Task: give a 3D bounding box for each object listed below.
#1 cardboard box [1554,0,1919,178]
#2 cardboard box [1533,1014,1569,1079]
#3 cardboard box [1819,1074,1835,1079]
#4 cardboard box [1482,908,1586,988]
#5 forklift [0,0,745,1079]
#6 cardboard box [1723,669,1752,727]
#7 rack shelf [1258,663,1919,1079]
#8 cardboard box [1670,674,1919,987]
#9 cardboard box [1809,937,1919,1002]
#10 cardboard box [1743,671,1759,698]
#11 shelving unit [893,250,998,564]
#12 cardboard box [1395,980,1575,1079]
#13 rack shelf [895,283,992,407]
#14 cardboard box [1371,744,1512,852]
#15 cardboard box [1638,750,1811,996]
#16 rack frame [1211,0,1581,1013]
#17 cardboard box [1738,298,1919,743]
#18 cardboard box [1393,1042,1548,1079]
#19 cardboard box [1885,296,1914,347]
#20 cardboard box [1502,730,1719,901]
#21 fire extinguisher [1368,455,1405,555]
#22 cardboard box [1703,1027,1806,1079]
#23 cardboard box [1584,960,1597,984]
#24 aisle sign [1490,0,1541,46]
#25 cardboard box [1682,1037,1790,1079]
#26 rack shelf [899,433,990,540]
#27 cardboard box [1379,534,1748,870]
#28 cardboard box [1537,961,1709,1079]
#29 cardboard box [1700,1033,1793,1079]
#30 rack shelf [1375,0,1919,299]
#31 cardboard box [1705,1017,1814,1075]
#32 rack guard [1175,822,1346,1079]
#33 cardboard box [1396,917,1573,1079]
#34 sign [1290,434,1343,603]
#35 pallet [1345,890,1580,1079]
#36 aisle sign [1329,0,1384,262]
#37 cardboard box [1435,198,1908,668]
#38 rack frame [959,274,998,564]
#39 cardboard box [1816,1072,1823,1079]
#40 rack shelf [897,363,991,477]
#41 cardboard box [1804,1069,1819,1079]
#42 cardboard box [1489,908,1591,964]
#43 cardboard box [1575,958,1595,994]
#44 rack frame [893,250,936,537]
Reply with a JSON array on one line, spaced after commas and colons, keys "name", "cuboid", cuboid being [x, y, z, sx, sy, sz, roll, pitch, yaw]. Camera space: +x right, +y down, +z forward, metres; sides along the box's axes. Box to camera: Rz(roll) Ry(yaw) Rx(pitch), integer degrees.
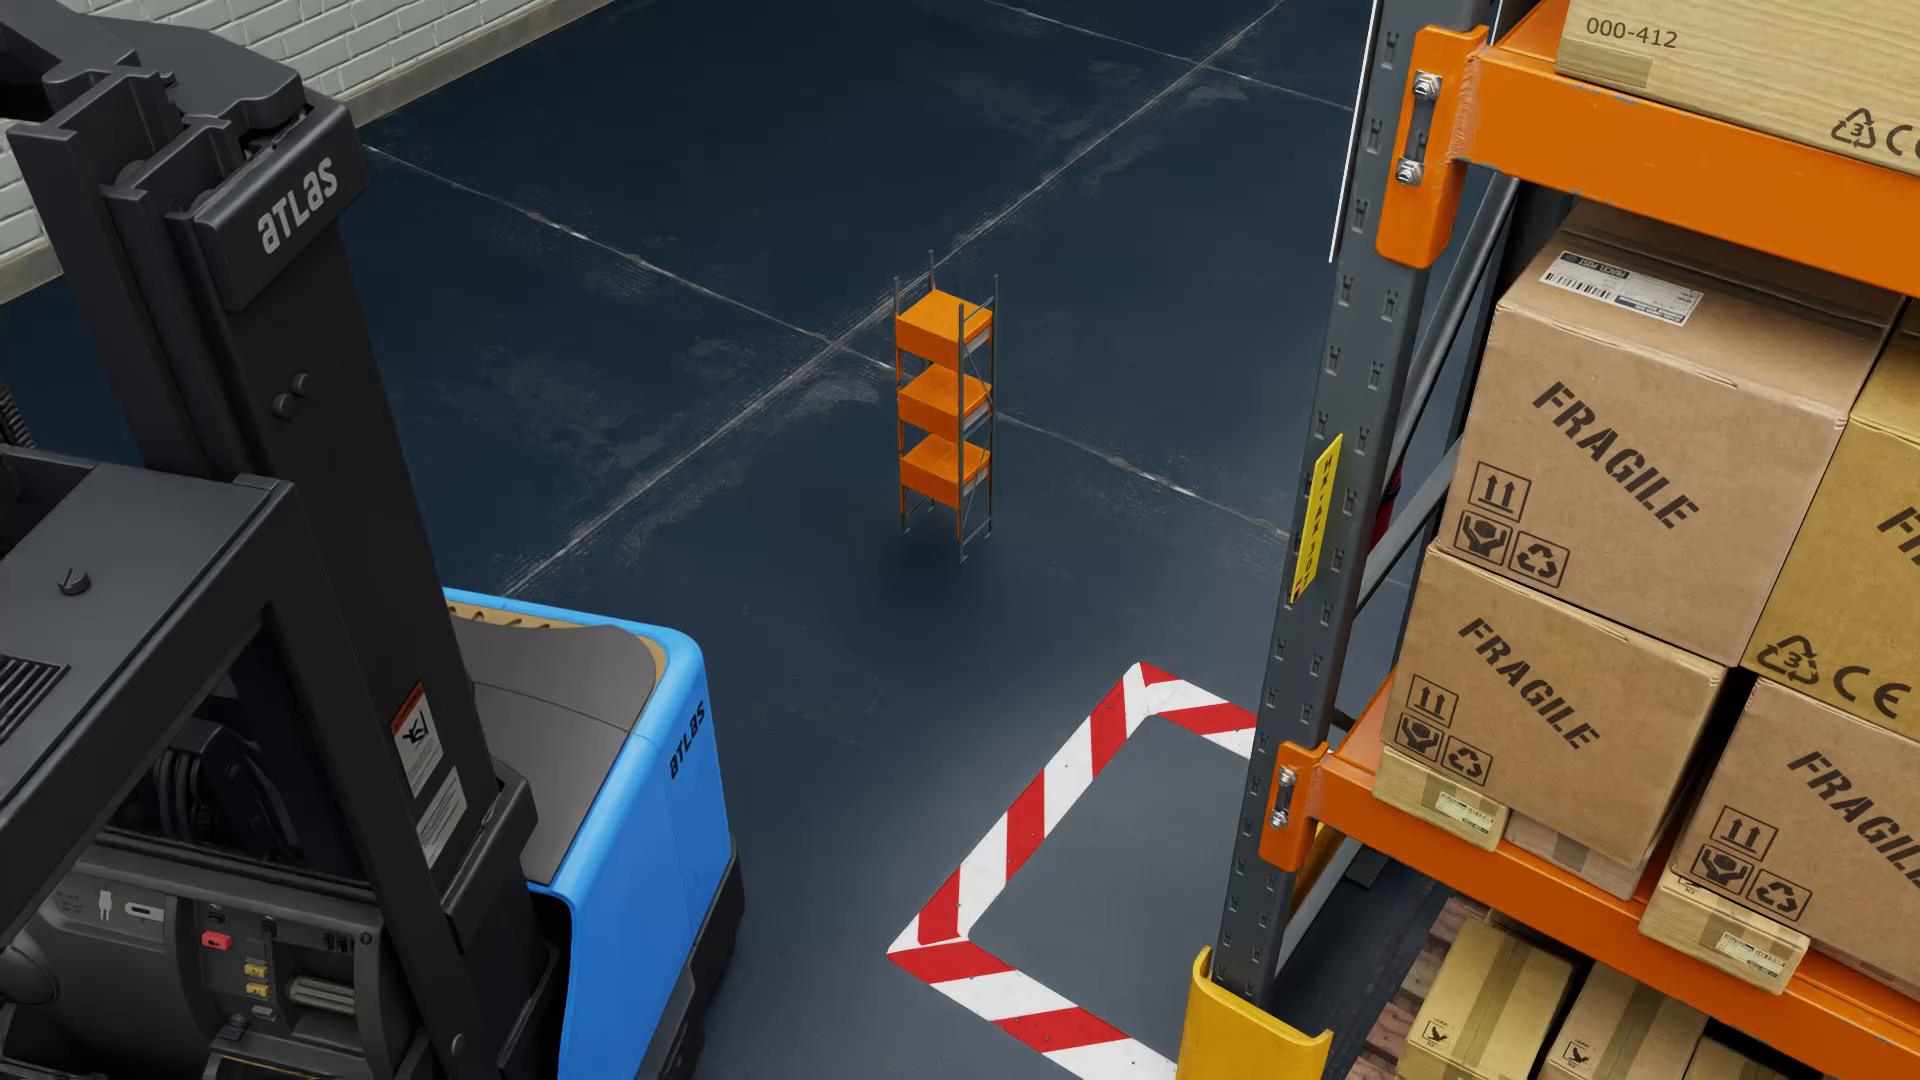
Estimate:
[{"name": "cardboard box", "cuboid": [1.152, -0.758, 2.211, 0.500, 0.250, 0.500, 27, 48, 27]}, {"name": "cardboard box", "cuboid": [1.437, 1.329, 3.838, 0.250, 0.149, 0.380, 25, 47, 25]}, {"name": "cardboard box", "cuboid": [1.843, 1.318, 3.404, 0.250, 0.149, 0.380, 23, 47, 23]}, {"name": "cardboard box", "cuboid": [1.482, 0.986, 4.222, 0.250, 0.149, 0.380, 26, 48, 26]}, {"name": "forklift", "cuboid": [-1.439, 0.802, 2.656, 1.130, 2.935, 3.031, 9, 43, 10]}, {"name": "cardboard box", "cuboid": [1.756, 0.260, 3.399, 0.250, 0.149, 0.380, 25, 47, 25]}, {"name": "rack shelf", "cuboid": [2.568, 1.026, 2.893, 4.000, 0.370, 1.077, 25, 48, 25]}, {"name": "cardboard box", "cuboid": [1.593, 0.358, 2.803, 0.500, 0.500, 0.500, 25, 48, 25]}, {"name": "cardboard box", "cuboid": [1.721, 0.620, 2.996, 0.250, 0.149, 0.380, 27, 49, 27]}, {"name": "cardboard box", "cuboid": [1.865, 0.076, 3.118, 0.500, 0.500, 0.500, 24, 47, 25]}, {"name": "shelving unit", "cuboid": [-0.044, -0.412, 5.423, 0.252, 1.050, 0.215, 25, 48, 25]}, {"name": "cardboard box", "cuboid": [1.213, 1.128, 3.840, 0.250, 0.149, 0.380, 27, 48, 27]}, {"name": "rack shelf", "cuboid": [-0.044, -0.615, 5.241, 0.240, 0.259, 0.215, 25, 48, 25]}, {"name": "cardboard box", "cuboid": [1.008, 0.389, 3.254, 0.250, 0.149, 0.380, 25, 47, 25]}, {"name": "cardboard box", "cuboid": [1.430, 0.596, 3.023, 0.250, 0.149, 0.380, 24, 47, 24]}, {"name": "rack frame", "cuboid": [0.931, -0.008, 3.509, 0.127, 3.000, 1.000, 25, 48, 25]}, {"name": "cardboard box", "cuboid": [1.563, -0.022, 2.477, 0.500, 0.500, 0.500, 26, 48, 26]}, {"name": "cardboard box", "cuboid": [1.176, 1.273, 3.900, 0.250, 0.149, 0.380, 26, 48, 26]}, {"name": "cardboard box", "cuboid": [1.448, -0.489, 2.999, 0.500, 0.500, 0.500, 24, 47, 25]}, {"name": "cardboard box", "cuboid": [1.240, 0.464, 3.171, 0.250, 0.149, 0.380, 27, 48, 27]}, {"name": "fire extinguisher", "cuboid": [0.990, -0.189, 4.049, 0.183, 0.674, 0.296, 25, 48, 25]}, {"name": "cardboard box", "cuboid": [1.917, 1.177, 4.008, 0.250, 0.149, 0.380, 25, 47, 25]}, {"name": "cardboard box", "cuboid": [1.710, 0.963, 4.024, 0.250, 0.149, 0.380, 24, 47, 24]}, {"name": "aisle sign", "cuboid": [1.043, -1.168, 2.857, 0.004, 0.787, 0.394, 25, 48, 25]}, {"name": "cardboard box", "cuboid": [1.592, 1.269, 3.460, 0.250, 0.149, 0.380, 25, 47, 25]}, {"name": "rack shelf", "cuboid": [-0.044, -0.197, 5.615, 0.240, 0.259, 0.215, 25, 48, 25]}, {"name": "cardboard box", "cuboid": [1.140, 0.167, 3.016, 0.500, 0.500, 0.500, 27, 49, 27]}, {"name": "cardboard box", "cuboid": [1.460, 1.102, 3.645, 0.250, 0.149, 0.380, 26, 48, 26]}, {"name": "cardboard box", "cuboid": [1.655, 1.309, 3.638, 0.250, 0.149, 0.380, 26, 48, 26]}, {"name": "rack shelf", "cuboid": [2.568, -0.092, 1.893, 4.000, 0.370, 1.077, 25, 48, 25]}, {"name": "cardboard box", "cuboid": [1.953, 1.031, 3.948, 0.250, 0.149, 0.380, 23, 47, 24]}, {"name": "rack guard", "cuboid": [0.993, 0.953, 4.310, 0.348, 0.500, 1.175, 25, 48, 25]}, {"name": "cardboard box", "cuboid": [1.165, 1.062, 3.690, 0.250, 0.149, 0.380, 23, 47, 24]}, {"name": "sign", "cuboid": [0.620, -0.034, 2.890, 0.005, 0.325, 0.100, 25, 48, 25]}, {"name": "pallet", "cuboid": [1.638, 1.391, 4.037, 1.213, 0.211, 1.003, 25, 48, 25]}, {"name": "aisle sign", "cuboid": [0.699, -0.841, 2.491, 0.004, 0.787, 0.394, 25, 48, 25]}, {"name": "cardboard box", "cuboid": [1.146, -0.212, 2.689, 0.500, 0.500, 0.500, 25, 47, 25]}, {"name": "rack frame", "cuboid": [0.056, -0.365, 5.371, 0.008, 1.050, 0.200, 25, 48, 25]}, {"name": "cardboard box", "cuboid": [2.114, 1.191, 3.770, 0.250, 0.149, 0.380, 25, 47, 25]}, {"name": "rack shelf", "cuboid": [-0.044, -0.404, 5.430, 0.240, 0.259, 0.215, 25, 48, 25]}, {"name": "cardboard box", "cuboid": [2.127, 1.264, 3.910, 0.250, 0.149, 0.380, 26, 48, 26]}, {"name": "cardboard box", "cuboid": [1.527, 0.833, 4.169, 0.250, 0.149, 0.380, 24, 47, 24]}, {"name": "cardboard box", "cuboid": [1.750, 1.029, 4.174, 0.250, 0.149, 0.380, 27, 48, 27]}, {"name": "rack frame", "cuboid": [-0.144, -0.458, 5.475, 0.008, 1.050, 0.200, 25, 48, 25]}]
